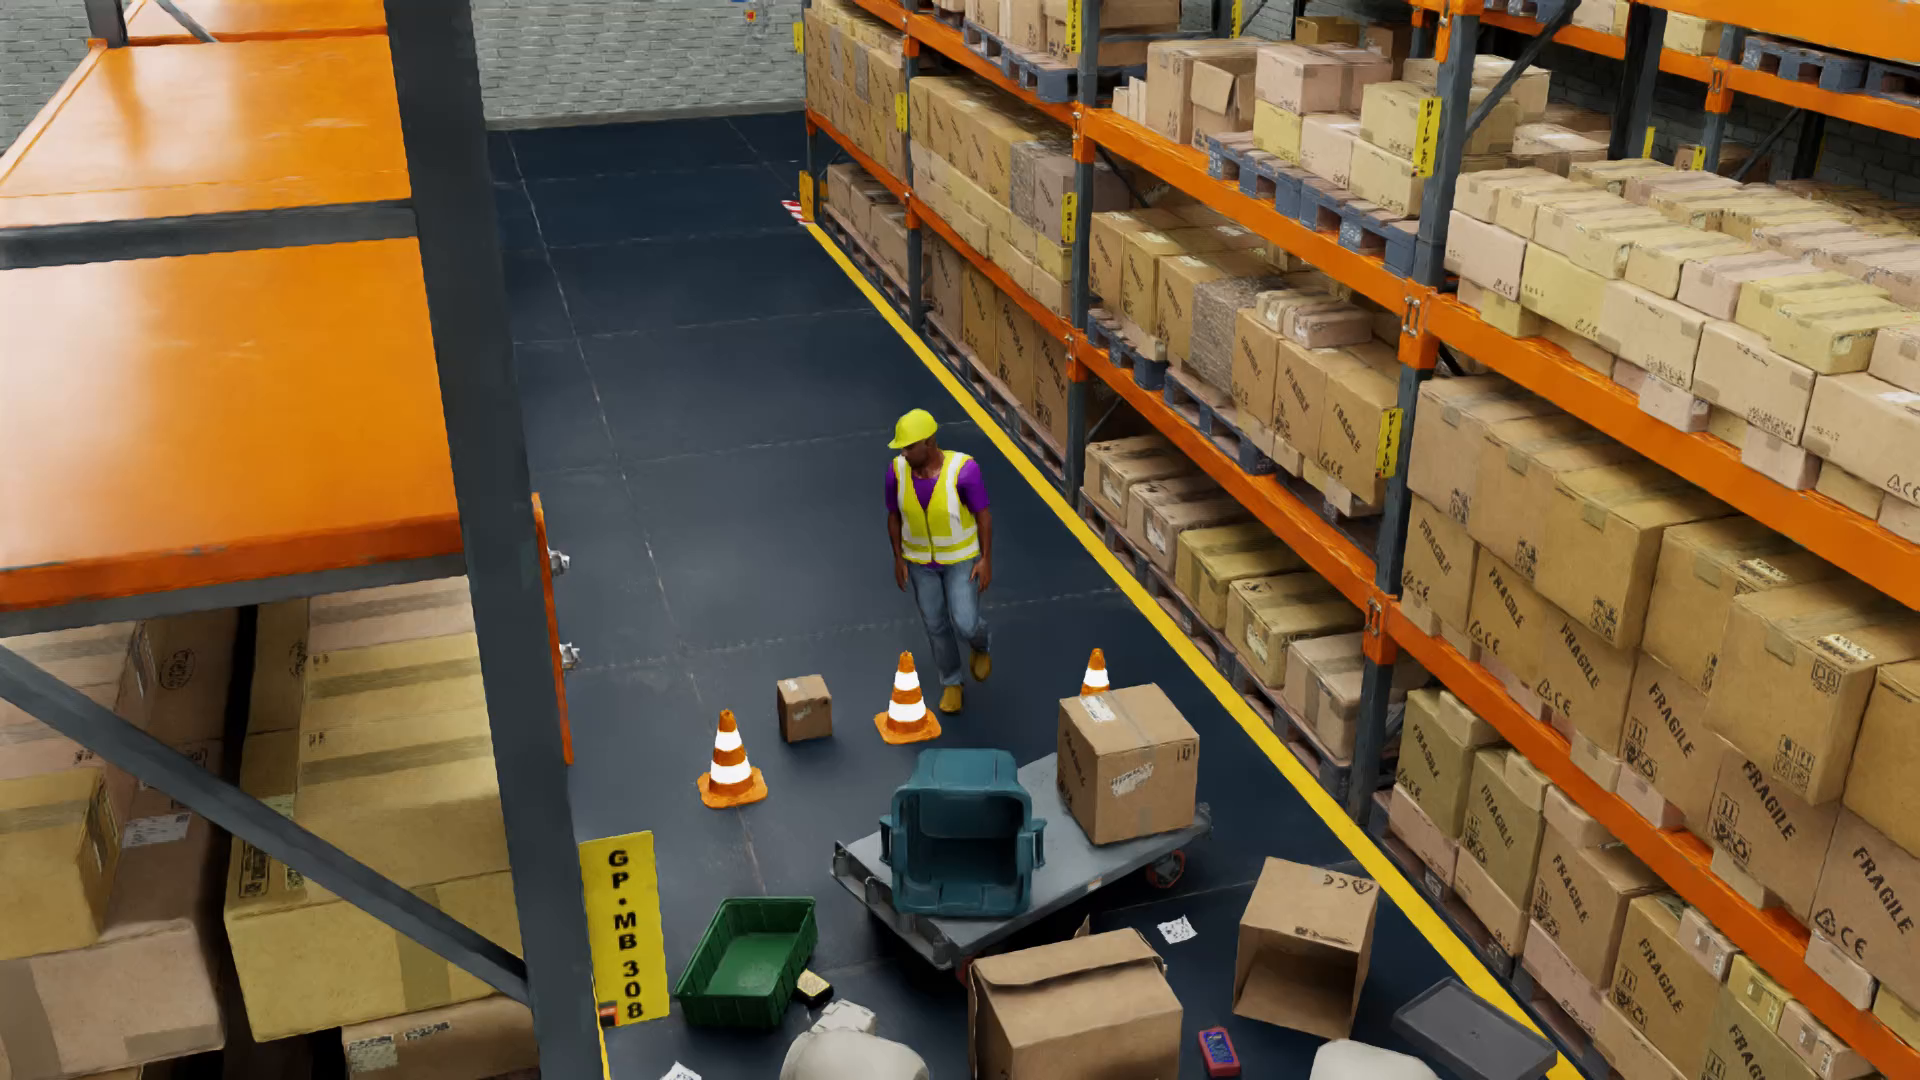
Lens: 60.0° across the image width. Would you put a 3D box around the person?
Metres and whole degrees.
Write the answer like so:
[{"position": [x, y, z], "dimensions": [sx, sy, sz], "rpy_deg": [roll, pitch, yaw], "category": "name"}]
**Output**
[{"position": [-0.106, 0.084, 9.180], "dimensions": [0.613, 1.752, 0.513], "rpy_deg": [6, 27, 12], "category": "person"}]
